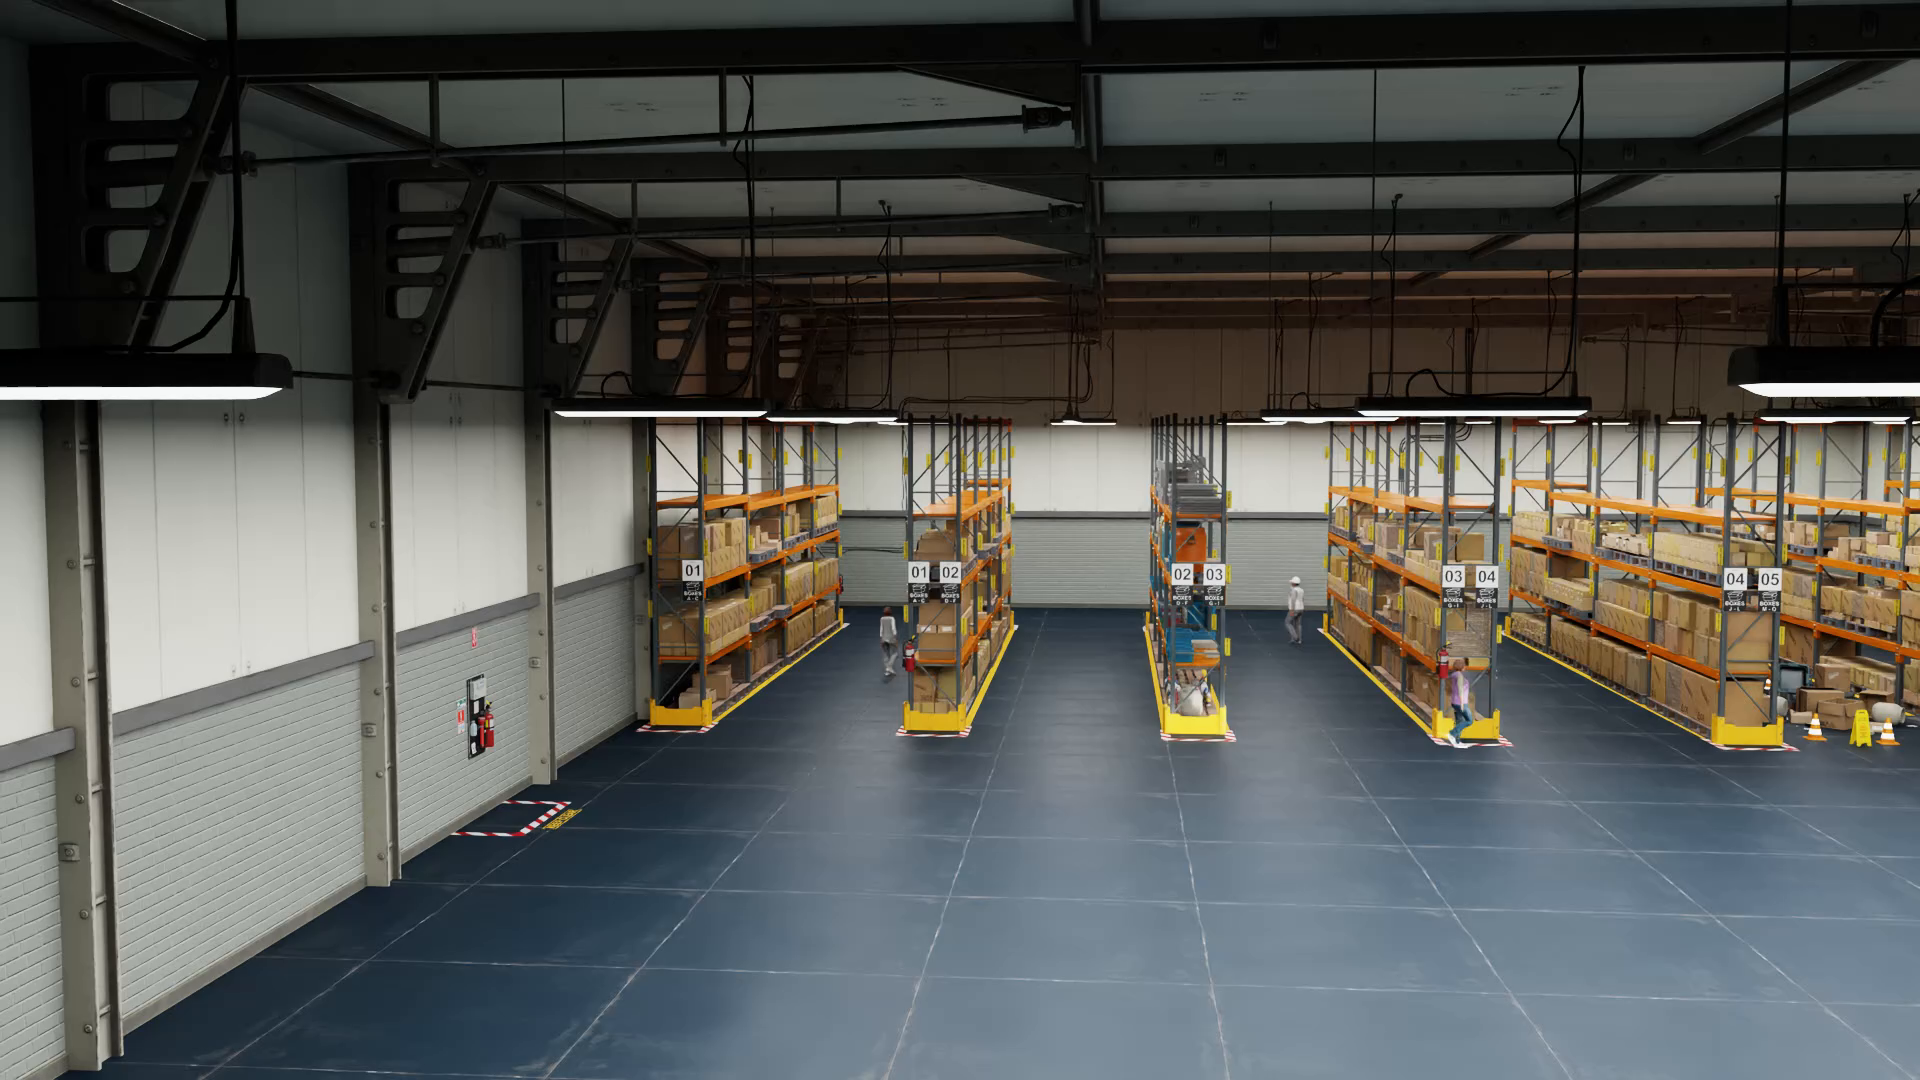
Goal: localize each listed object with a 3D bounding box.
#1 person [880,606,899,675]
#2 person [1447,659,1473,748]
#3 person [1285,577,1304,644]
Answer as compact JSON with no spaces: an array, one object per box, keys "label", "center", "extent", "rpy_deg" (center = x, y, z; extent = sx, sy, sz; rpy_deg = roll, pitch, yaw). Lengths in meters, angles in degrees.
[{"label":"person","center":[-1.668,2.341,38.469],"extent":[0.450,1.598,0.445],"rpy_deg":[2,4,29]},{"label":"person","center":[8.881,2.915,29.595],"extent":[0.419,1.596,0.429],"rpy_deg":[0,4,-3]},{"label":"person","center":[8.921,1.869,44.204],"extent":[0.398,1.783,0.569],"rpy_deg":[4,5,43]}]
